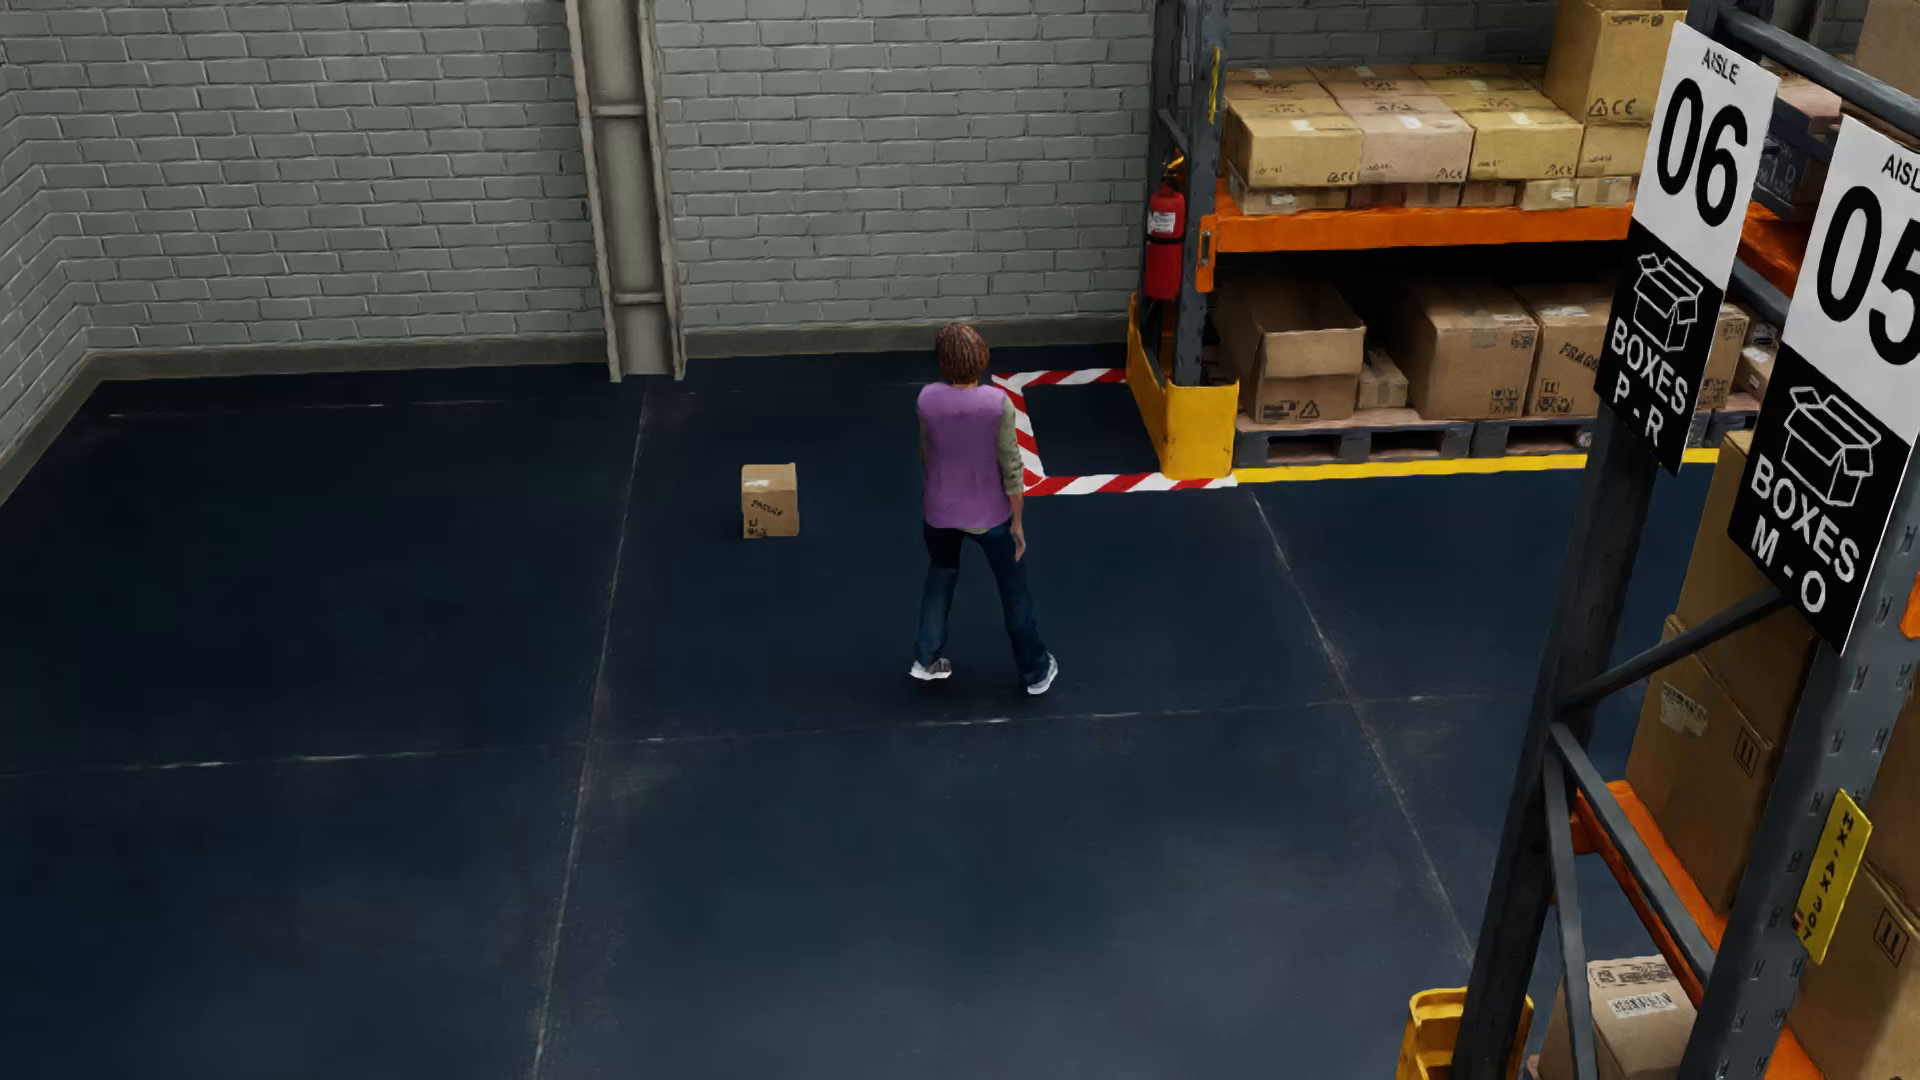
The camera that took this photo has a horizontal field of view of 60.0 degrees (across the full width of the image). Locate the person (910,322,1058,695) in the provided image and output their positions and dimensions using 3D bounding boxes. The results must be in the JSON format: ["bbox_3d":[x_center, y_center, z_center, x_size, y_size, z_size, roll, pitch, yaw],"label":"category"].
[{"bbox_3d":[0.108,-0.092,6.305,0.566,1.576,0.500,3,32,5],"label":"person"}]
